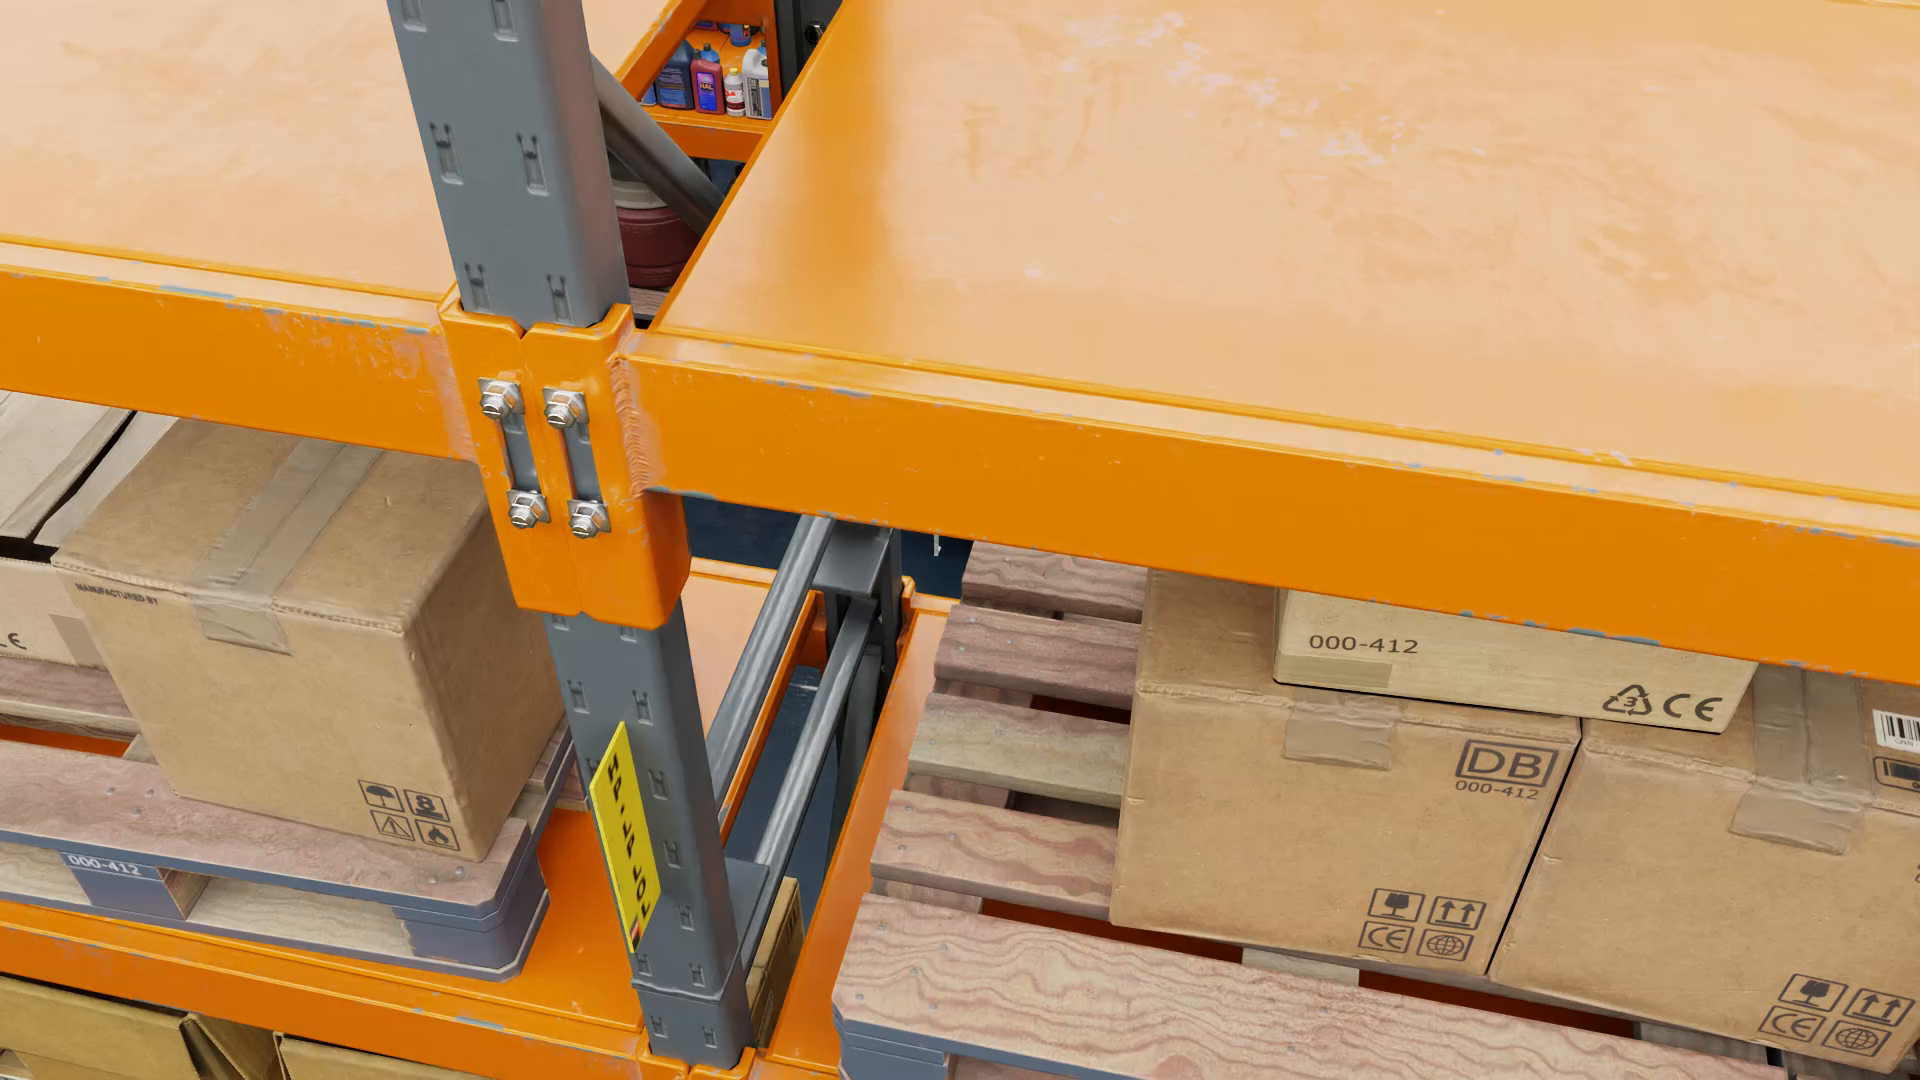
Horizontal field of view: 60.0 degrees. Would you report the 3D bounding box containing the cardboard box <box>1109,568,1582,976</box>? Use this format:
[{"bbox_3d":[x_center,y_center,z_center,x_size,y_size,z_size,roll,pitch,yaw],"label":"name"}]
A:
[{"bbox_3d":[0.503,0.133,2.299,0.500,0.500,0.700,6,44,7],"label":"cardboard box"}]

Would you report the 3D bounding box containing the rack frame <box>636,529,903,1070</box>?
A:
[{"bbox_3d":[-0.274,1.359,3.635,0.127,3.000,1.000,9,45,9],"label":"rack frame"}]

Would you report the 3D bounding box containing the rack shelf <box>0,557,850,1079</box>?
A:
[{"bbox_3d":[-2.226,0.235,3.159,4.000,0.370,1.077,9,45,9],"label":"rack shelf"}]

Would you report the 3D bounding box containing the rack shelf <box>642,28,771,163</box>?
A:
[{"bbox_3d":[-1.144,-2.036,7.682,4.000,0.370,1.077,9,45,9],"label":"rack shelf"}]

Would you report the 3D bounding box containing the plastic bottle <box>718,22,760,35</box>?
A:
[{"bbox_3d":[-1.036,-2.535,7.716,0.185,0.351,0.144,9,45,9],"label":"plastic bottle"}]

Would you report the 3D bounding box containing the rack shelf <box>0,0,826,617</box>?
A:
[{"bbox_3d":[-2.226,-0.702,2.257,4.000,0.370,1.077,9,45,9],"label":"rack shelf"}]

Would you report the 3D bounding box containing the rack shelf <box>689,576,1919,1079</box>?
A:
[{"bbox_3d":[1.678,0.840,2.530,4.000,0.370,1.077,9,45,9],"label":"rack shelf"}]

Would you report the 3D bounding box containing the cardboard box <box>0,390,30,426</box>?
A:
[{"bbox_3d":[-1.694,-0.109,2.876,0.250,0.149,0.380,7,44,7],"label":"cardboard box"}]

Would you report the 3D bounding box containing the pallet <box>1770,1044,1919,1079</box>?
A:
[{"bbox_3d":[1.709,0.628,2.296,1.213,0.211,1.003,9,45,9],"label":"pallet"}]

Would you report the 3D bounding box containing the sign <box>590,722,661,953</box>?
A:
[{"bbox_3d":[-0.383,0.347,1.923,0.005,0.325,0.100,9,45,9],"label":"sign"}]

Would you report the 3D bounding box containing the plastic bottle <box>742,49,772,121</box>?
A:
[{"bbox_3d":[-0.854,-1.976,7.190,0.135,0.276,0.152,9,45,9],"label":"plastic bottle"}]

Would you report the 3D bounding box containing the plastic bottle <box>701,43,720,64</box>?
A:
[{"bbox_3d":[-1.090,-2.035,7.254,0.097,0.271,0.097,0,44,0],"label":"plastic bottle"}]

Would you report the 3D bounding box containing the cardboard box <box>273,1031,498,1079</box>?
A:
[{"bbox_3d":[-0.899,0.871,3.347,0.637,0.503,0.797,8,44,8],"label":"cardboard box"}]

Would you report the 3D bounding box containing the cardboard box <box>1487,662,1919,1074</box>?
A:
[{"bbox_3d":[1.027,0.217,2.211,0.500,0.500,0.700,11,45,11],"label":"cardboard box"}]

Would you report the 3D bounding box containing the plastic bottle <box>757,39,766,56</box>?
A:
[{"bbox_3d":[-0.845,-2.062,7.282,0.097,0.271,0.097,0,44,0],"label":"plastic bottle"}]

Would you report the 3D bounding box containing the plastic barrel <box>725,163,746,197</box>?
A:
[{"bbox_3d":[-0.942,-1.595,8.195,0.421,0.512,0.421,0,44,0],"label":"plastic barrel"}]

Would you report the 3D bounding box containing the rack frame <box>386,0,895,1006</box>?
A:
[{"bbox_3d":[-0.274,-0.802,1.555,0.127,3.000,1.000,9,45,9],"label":"rack frame"}]

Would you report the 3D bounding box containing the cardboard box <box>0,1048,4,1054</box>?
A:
[{"bbox_3d":[-2.176,0.675,3.550,0.637,0.503,0.797,10,45,10],"label":"cardboard box"}]

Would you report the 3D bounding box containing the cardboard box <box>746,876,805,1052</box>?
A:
[{"bbox_3d":[-0.668,1.084,3.848,0.500,0.500,0.500,9,45,9],"label":"cardboard box"}]

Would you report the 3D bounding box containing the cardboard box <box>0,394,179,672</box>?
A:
[{"bbox_3d":[-1.325,-0.068,2.716,0.500,0.311,0.500,7,44,8],"label":"cardboard box"}]

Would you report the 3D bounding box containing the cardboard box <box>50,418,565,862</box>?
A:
[{"bbox_3d":[-0.842,0.010,2.499,0.500,0.500,0.700,10,45,10],"label":"cardboard box"}]

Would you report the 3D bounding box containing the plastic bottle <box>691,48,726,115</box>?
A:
[{"bbox_3d":[-1.090,-1.983,7.191,0.133,0.283,0.061,9,45,9],"label":"plastic bottle"}]

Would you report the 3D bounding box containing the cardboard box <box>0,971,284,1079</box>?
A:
[{"bbox_3d":[-1.566,0.759,3.463,0.637,0.503,0.797,9,45,10],"label":"cardboard box"}]

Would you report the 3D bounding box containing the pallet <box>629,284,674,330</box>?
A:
[{"bbox_3d":[-1.131,-1.316,8.425,1.213,0.211,1.003,9,45,9],"label":"pallet"}]

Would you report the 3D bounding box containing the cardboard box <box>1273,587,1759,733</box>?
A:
[{"bbox_3d":[0.642,-0.068,1.967,0.500,0.250,0.500,6,44,6],"label":"cardboard box"}]

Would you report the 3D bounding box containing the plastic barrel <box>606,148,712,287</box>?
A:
[{"bbox_3d":[-1.513,-1.647,8.195,0.708,0.588,0.600,9,45,9],"label":"plastic barrel"}]

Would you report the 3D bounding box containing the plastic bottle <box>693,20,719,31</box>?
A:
[{"bbox_3d":[-1.195,-2.521,7.751,0.133,0.283,0.061,9,45,9],"label":"plastic bottle"}]

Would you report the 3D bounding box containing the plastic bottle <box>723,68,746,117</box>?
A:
[{"bbox_3d":[-0.973,-1.948,7.214,0.097,0.201,0.097,0,44,0],"label":"plastic bottle"}]

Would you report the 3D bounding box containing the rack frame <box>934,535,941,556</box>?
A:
[{"bbox_3d":[-0.077,-0.444,6.806,0.015,1.200,0.240,9,45,9],"label":"rack frame"}]

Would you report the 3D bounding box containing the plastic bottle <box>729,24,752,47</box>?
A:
[{"bbox_3d":[-1.020,-2.418,7.652,0.097,0.271,0.097,0,44,0],"label":"plastic bottle"}]

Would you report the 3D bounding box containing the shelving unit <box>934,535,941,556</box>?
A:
[{"bbox_3d":[0.162,-0.407,6.768,0.503,1.200,0.258,9,45,9],"label":"shelving unit"}]

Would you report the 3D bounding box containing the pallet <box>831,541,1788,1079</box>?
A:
[{"bbox_3d":[0.522,0.441,2.489,1.213,0.211,1.003,9,45,9],"label":"pallet"}]

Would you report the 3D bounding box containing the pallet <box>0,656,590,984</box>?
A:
[{"bbox_3d":[-1.179,0.242,2.771,1.217,0.209,0.805,7,44,7],"label":"pallet"}]

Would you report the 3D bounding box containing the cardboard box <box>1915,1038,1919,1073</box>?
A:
[{"bbox_3d":[1.506,0.393,2.029,0.500,0.500,0.700,11,45,11],"label":"cardboard box"}]

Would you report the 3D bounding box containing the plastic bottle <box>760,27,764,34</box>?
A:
[{"bbox_3d":[-0.893,-2.500,7.738,0.097,0.271,0.097,0,44,0],"label":"plastic bottle"}]

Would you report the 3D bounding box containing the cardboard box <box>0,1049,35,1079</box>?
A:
[{"bbox_3d":[-1.783,1.283,3.642,0.500,0.500,0.500,8,45,9],"label":"cardboard box"}]

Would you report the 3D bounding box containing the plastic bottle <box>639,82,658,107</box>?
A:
[{"bbox_3d":[-1.391,-2.059,7.276,0.135,0.276,0.152,9,45,9],"label":"plastic bottle"}]

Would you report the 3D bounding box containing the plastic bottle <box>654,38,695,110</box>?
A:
[{"bbox_3d":[-1.236,-2.060,7.222,0.185,0.351,0.144,9,45,9],"label":"plastic bottle"}]

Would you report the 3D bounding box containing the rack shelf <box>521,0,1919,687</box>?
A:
[{"bbox_3d":[1.678,-0.096,1.628,4.000,0.370,1.077,9,45,9],"label":"rack shelf"}]
